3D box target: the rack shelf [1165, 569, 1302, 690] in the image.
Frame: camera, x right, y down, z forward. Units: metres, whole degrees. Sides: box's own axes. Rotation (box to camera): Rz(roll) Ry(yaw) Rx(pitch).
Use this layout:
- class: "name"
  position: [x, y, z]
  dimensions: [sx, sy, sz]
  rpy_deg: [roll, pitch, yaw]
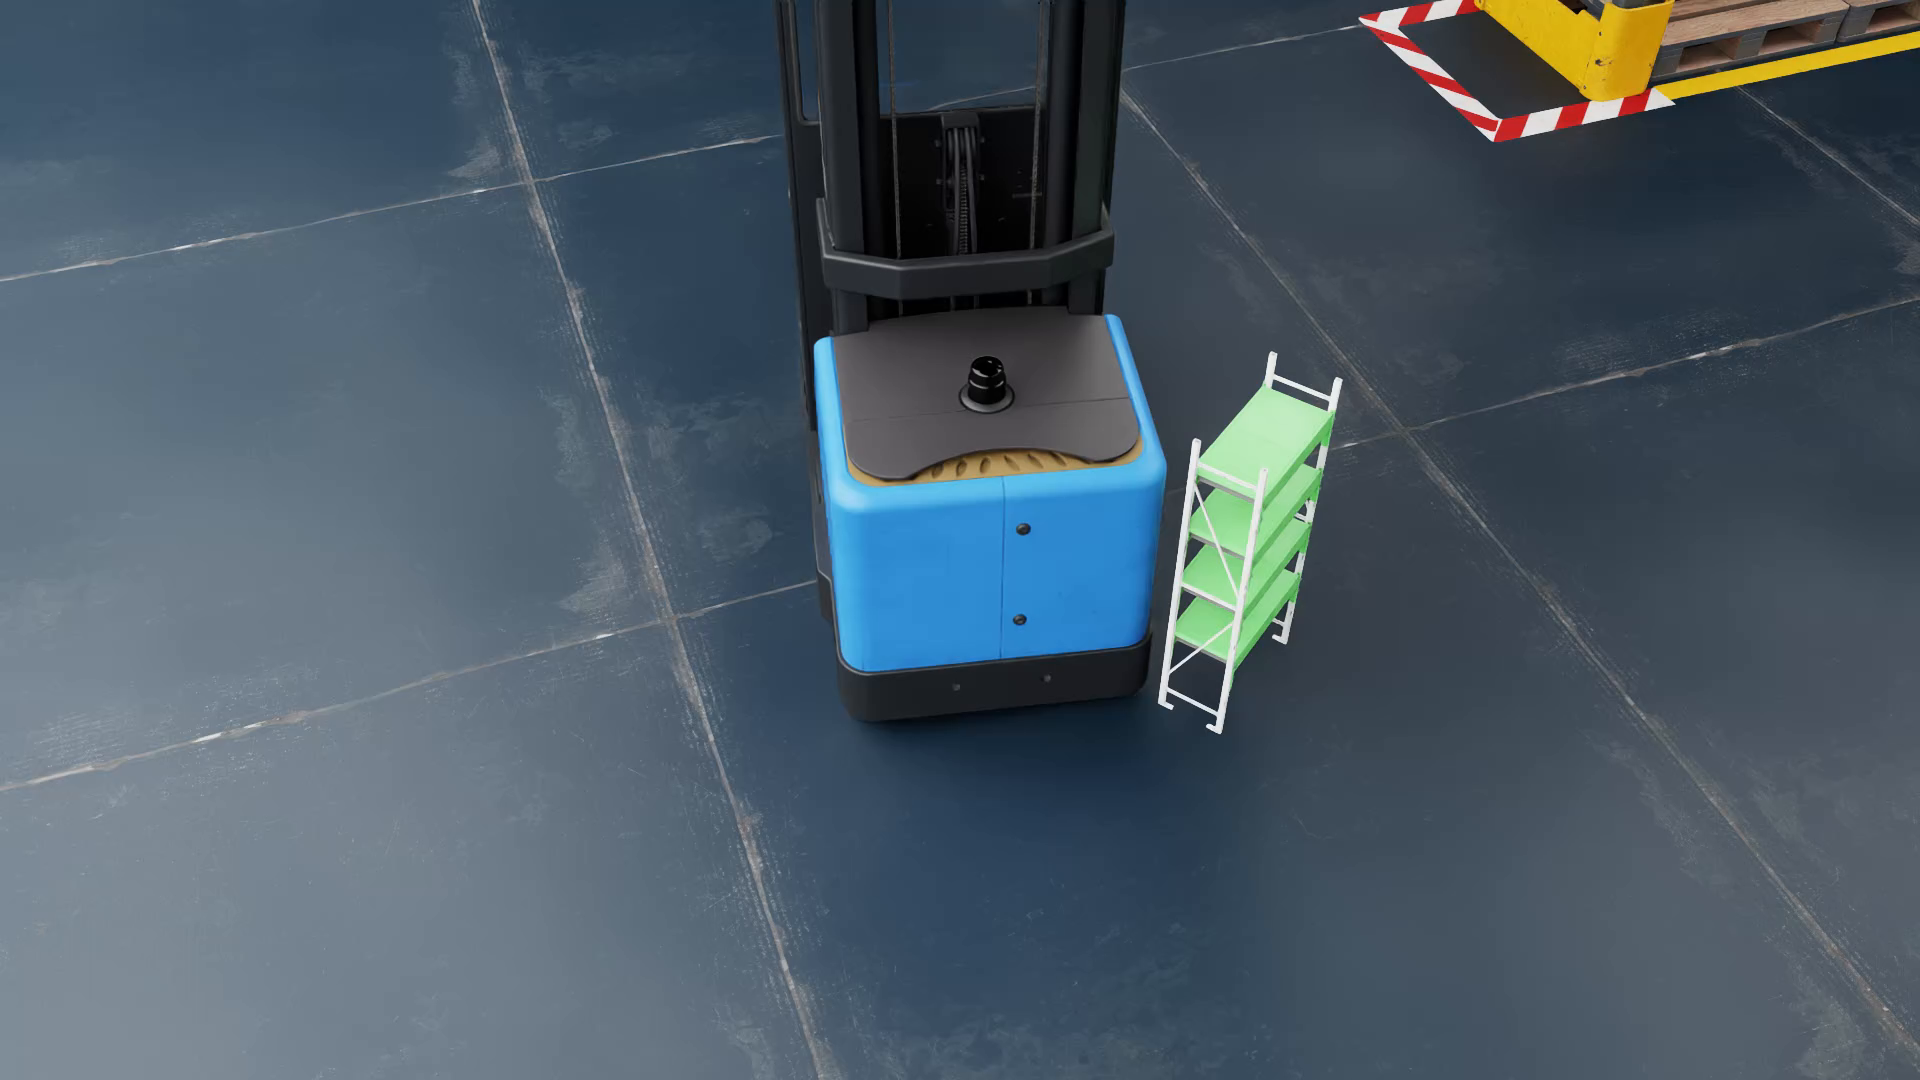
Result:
- class: "rack shelf"
  position: [0.919, 0.251, 5.582]
  dimensions: [0.258, 0.148, 0.480]
  rpy_deg: [26, 51, 24]

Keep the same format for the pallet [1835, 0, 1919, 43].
- class: "pallet"
  position: [5.102, -3.208, 9.299]
  dimensions: [1.213, 0.211, 1.003]
  rpy_deg: [-14, 47, -14]

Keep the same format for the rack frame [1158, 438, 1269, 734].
- class: "rack frame"
  position: [0.781, 0.179, 5.225]
  dimensions: [0.240, 1.200, 0.015]
  rpy_deg: [26, 51, 24]

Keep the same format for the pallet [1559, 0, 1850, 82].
- class: "pallet"
  position: [3.956, -2.918, 9.009]
  dimensions: [1.213, 0.211, 1.003]
  rpy_deg: [-14, 47, -14]

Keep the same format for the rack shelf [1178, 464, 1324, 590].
- class: "rack shelf"
  position: [0.919, -0.088, 5.242]
  dimensions: [0.258, 0.148, 0.480]
  rpy_deg: [26, 51, 24]

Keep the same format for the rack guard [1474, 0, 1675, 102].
- class: "rack guard"
  position: [3.190, -2.828, 8.715]
  dimensions: [0.348, 0.500, 1.175]
  rpy_deg: [-14, 47, -14]

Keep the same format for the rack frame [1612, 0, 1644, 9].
- class: "rack frame"
  position: [3.135, -3.660, 7.780]
  dimensions: [0.127, 3.000, 1.000]
  rpy_deg: [-14, 47, -14]

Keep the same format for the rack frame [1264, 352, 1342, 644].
- class: "rack frame"
  position: [1.057, -0.106, 5.509]
  dimensions: [0.240, 1.200, 0.015]
  rpy_deg: [26, 51, 24]

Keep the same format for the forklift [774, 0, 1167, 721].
- class: "forklift"
  position: [-0.062, -1.481, 5.656]
  dimensions: [1.130, 2.935, 3.031]
  rpy_deg: [-5, 45, -5]

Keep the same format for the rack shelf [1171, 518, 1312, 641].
- class: "rack shelf"
  position: [0.919, 0.081, 5.412]
  dimensions: [0.258, 0.148, 0.480]
  rpy_deg: [26, 51, 24]

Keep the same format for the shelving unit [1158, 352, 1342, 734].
- class: "shelving unit"
  position: [0.919, 0.036, 5.367]
  dimensions: [0.258, 1.200, 0.503]
  rpy_deg: [26, 51, 24]

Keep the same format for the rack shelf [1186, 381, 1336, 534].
- class: "rack shelf"
  position: [0.919, -0.258, 5.072]
  dimensions: [0.258, 0.148, 0.480]
  rpy_deg: [26, 51, 24]
